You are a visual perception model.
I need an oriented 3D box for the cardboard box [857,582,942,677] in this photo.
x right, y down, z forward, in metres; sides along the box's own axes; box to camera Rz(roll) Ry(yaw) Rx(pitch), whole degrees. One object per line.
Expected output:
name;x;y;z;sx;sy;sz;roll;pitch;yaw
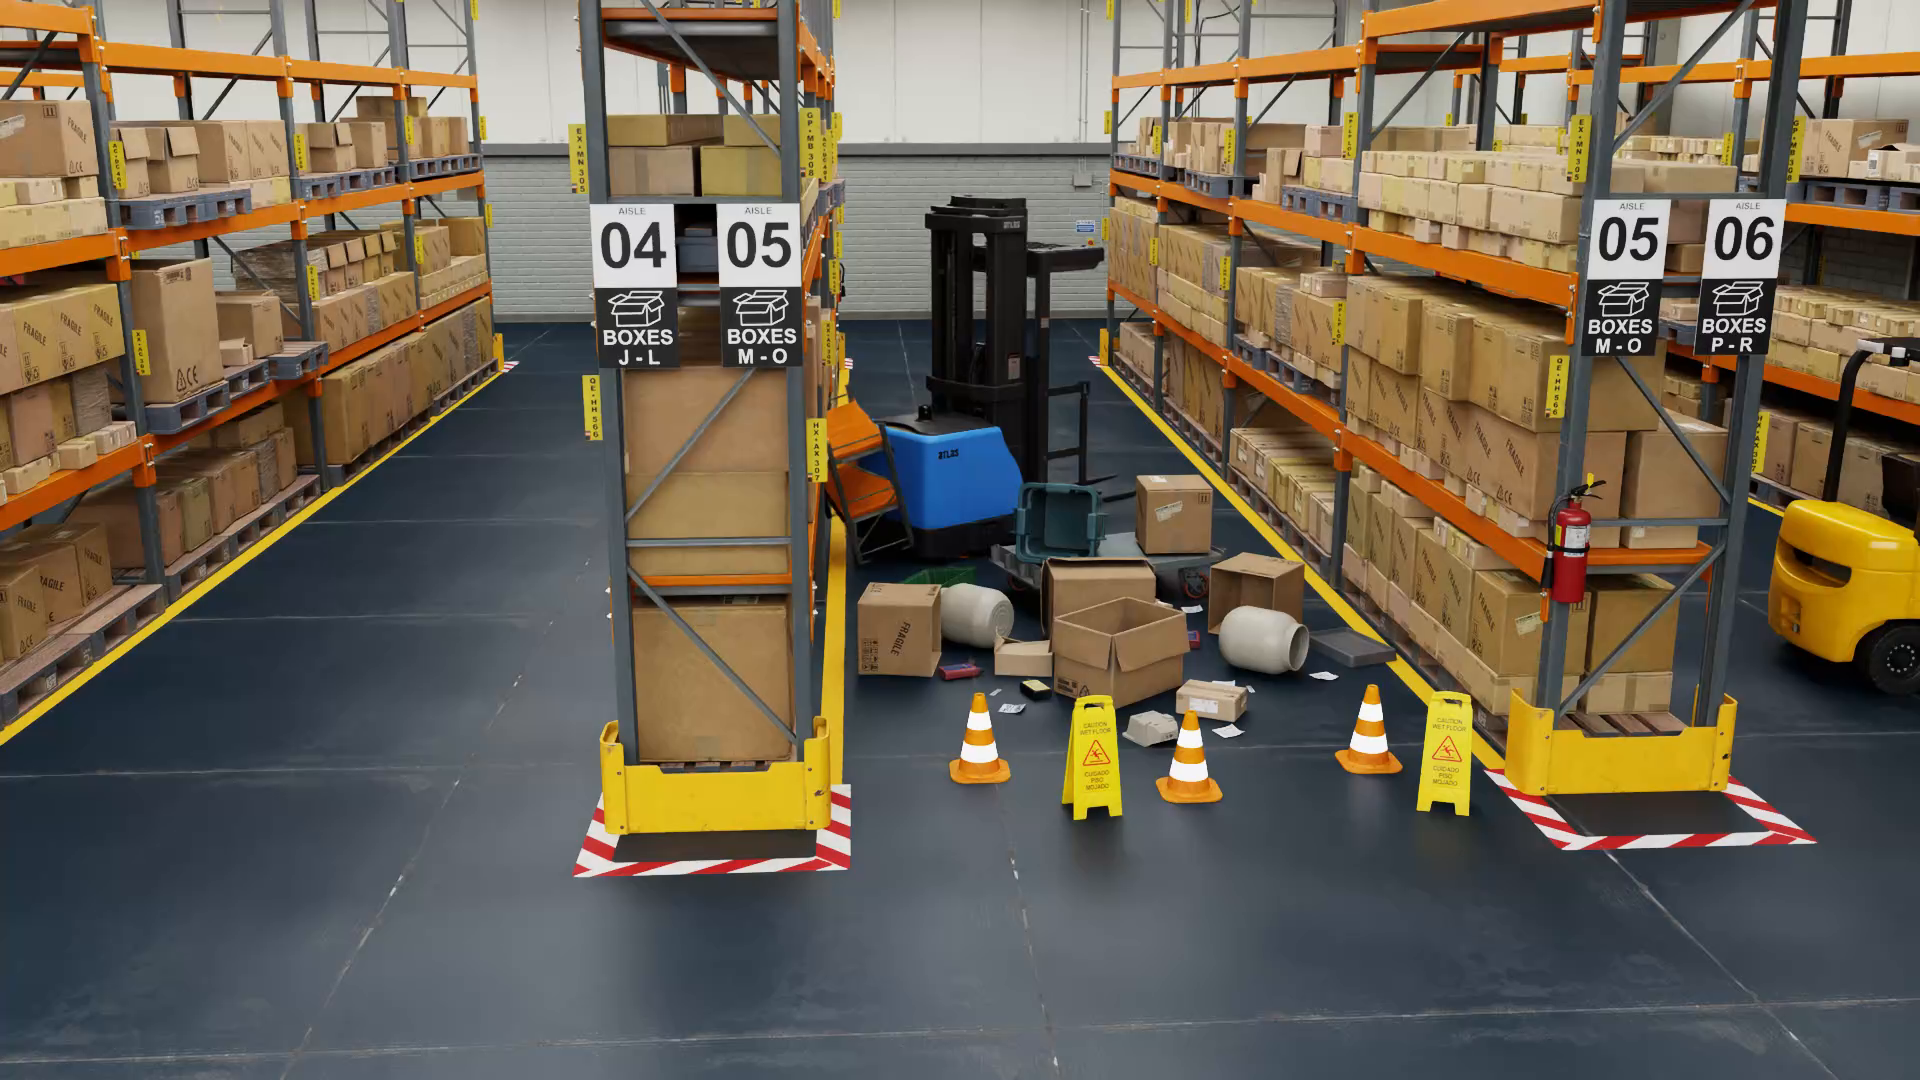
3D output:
cardboard box;-0.400;0.599;11.188;0.500;0.500;0.500;2;15;6

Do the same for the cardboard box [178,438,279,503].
cardboard box;-6.617;-0.622;15.057;0.700;0.500;0.500;-2;15;-8

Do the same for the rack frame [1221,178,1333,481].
rack frame;3.166;-2.076;16.577;1.000;3.000;0.127;-1;14;-3

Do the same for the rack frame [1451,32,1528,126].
rack frame;7.624;-7.049;23.864;1.000;3.000;0.127;-1;14;-3

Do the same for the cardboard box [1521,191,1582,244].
cardboard box;3.361;-1.734;8.930;0.500;0.250;0.500;-1;14;-4

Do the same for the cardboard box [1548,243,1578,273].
cardboard box;3.360;-1.502;8.830;0.380;0.149;0.250;-1;14;-3

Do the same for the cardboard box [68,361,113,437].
cardboard box;-6.511;-1.008;11.628;0.875;0.500;0.500;-1;14;-3

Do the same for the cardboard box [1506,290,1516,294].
cardboard box;7.489;-3.360;22.070;0.380;0.149;0.250;-1;14;-4

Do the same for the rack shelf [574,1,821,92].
rack shelf;-1.397;-2.846;9.775;1.077;0.370;4.000;-1;14;-3

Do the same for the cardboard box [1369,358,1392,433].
cardboard box;3.217;-1.036;11.735;0.500;0.500;0.500;-1;14;-4

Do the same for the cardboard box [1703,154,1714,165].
cardboard box;7.861;-3.876;17.054;0.380;0.149;0.250;-1;14;-5

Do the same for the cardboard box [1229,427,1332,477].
cardboard box;3.191;-0.867;16.305;0.950;0.372;0.625;-2;15;-7

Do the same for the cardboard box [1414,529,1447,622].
cardboard box;3.291;0.228;10.792;0.500;0.500;0.500;-1;14;-5

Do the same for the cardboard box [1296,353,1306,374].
cardboard box;3.036;-1.480;13.919;0.380;0.149;0.250;-1;14;-3

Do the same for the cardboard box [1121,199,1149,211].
cardboard box;2.439;-4.625;22.972;0.380;0.149;0.250;-1;14;-5

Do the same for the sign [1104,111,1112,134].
sign;2.116;-5.973;23.790;0.100;0.325;0.005;-1;14;-3

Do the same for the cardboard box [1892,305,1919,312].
cardboard box;8.512;-1.992;14.748;0.380;0.149;0.250;-1;14;-3

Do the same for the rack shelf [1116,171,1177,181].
rack shelf;2.794;-4.768;22.068;0.919;0.124;3.809;-1;14;-3

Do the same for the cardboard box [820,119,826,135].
cardboard box;-1.381;-3.300;14.068;0.500;0.500;0.500;-1;14;-3

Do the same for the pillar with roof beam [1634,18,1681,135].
pillar with roof beam;4.432;-6.175;20.466;9.100;9.000;0.400;-1;14;-3

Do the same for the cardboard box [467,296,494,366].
cardboard box;-7.101;-2.930;23.314;0.875;0.875;0.875;-1;14;-3

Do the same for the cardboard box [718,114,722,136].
cardboard box;-1.837;-2.853;11.437;0.380;0.149;0.250;-1;14;-3

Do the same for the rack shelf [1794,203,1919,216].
rack shelf;8.244;-2.856;14.637;0.919;0.124;3.809;-1;14;-3

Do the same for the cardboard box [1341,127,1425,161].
cardboard box;3.250;-3.049;12.793;0.500;0.250;0.500;-1;14;-2

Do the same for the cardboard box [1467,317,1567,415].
cardboard box;3.388;-1.013;9.640;0.700;0.500;0.500;-1;14;-3

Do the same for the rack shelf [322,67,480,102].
rack shelf;-7.097;-5.779;21.174;1.077;0.370;4.000;-1;14;-3

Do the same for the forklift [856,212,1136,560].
forklift;0.557;-1.492;14.621;3.031;2.843;1.129;-12;19;-39

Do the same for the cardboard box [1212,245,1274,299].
cardboard box;2.873;-2.734;16.924;0.500;0.500;0.500;-1;14;-5

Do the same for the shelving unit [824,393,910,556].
shelving unit;-0.884;-0.559;13.865;0.538;0.981;1.030;-20;28;-11

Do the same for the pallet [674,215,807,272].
pallet;-1.329;-1.579;8.803;1.003;0.211;1.213;-1;14;-3

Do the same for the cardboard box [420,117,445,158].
cardboard box;-7.001;-5.131;21.184;0.700;0.500;0.500;0;14;-1

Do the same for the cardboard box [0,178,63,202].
cardboard box;-6.142;-2.297;10.913;0.380;0.149;0.250;-2;15;-6

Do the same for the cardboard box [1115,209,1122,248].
cardboard box;0.236;-4.851;23.146;4.905;1.500;1.057;-1;14;-5

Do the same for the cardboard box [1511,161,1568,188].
cardboard box;3.370;-2.075;9.457;0.380;0.149;0.250;-1;14;-3

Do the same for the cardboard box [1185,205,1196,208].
cardboard box;3.126;-4.256;21.540;0.380;0.149;0.250;-1;14;-5

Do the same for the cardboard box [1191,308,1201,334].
cardboard box;2.813;-2.378;18.049;0.500;0.250;0.500;-1;14;-4

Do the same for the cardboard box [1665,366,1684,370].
cardboard box;7.829;-1.842;18.537;0.380;0.149;0.250;-1;14;-4

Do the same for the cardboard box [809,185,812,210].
cardboard box;-1.052;-1.972;9.613;0.380;0.149;0.250;-1;14;-4

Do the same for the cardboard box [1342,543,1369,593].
cardboard box;3.181;0.198;12.414;0.500;0.250;0.500;-2;15;-6

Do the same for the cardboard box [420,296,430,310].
cardboard box;-6.659;-2.875;20.186;0.380;0.149;0.250;-1;14;-3

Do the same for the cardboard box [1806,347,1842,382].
cardboard box;7.999;-1.585;14.968;0.500;0.250;0.500;0;14;-2

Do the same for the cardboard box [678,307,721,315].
cardboard box;-1.486;-1.212;10.749;0.875;0.550;0.550;-1;14;-3

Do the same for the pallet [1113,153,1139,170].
pallet;2.726;-5.291;23.231;1.003;0.211;1.213;-1;14;-3

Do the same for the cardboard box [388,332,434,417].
cardboard box;-6.913;-1.934;19.444;1.225;0.875;0.875;-1;14;-3

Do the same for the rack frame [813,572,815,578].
rack frame;-1.524;-0.980;12.316;0.949;2.616;0.053;-1;14;-3

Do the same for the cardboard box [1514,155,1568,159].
cardboard box;3.799;-2.402;10.725;0.380;0.149;0.250;-1;14;-3

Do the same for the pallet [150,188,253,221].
pallet;-6.477;-2.703;13.371;1.213;0.211;1.003;-1;14;-3

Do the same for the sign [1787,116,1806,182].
sign;4.203;-1.971;8.394;0.100;0.325;0.005;-1;14;-3

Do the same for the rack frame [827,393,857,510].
rack frame;-1.046;-0.755;14.305;0.475;0.981;0.013;-20;28;-11

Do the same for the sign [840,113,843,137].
sign;-1.709;-5.850;23.445;0.100;0.325;0.005;-1;14;-3

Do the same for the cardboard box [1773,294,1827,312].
cardboard box;7.934;-2.238;15.703;0.380;0.149;0.250;-1;14;-3

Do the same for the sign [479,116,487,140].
sign;-6.678;-5.761;23.260;0.100;0.325;0.005;-1;14;-3

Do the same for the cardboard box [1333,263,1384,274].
cardboard box;3.462;-1.345;12.516;1.101;1.008;5.200;-2;15;-6

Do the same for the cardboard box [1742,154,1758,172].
cardboard box;7.838;-3.654;16.114;0.380;0.166;0.250;-1;14;-4

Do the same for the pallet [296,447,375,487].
pallet;-6.699;-0.770;17.096;1.003;0.211;1.213;-1;14;-3

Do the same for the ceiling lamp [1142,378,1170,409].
ceiling lamp;2.949;-1.911;21.530;1.003;0.211;1.213;-1;14;-3
